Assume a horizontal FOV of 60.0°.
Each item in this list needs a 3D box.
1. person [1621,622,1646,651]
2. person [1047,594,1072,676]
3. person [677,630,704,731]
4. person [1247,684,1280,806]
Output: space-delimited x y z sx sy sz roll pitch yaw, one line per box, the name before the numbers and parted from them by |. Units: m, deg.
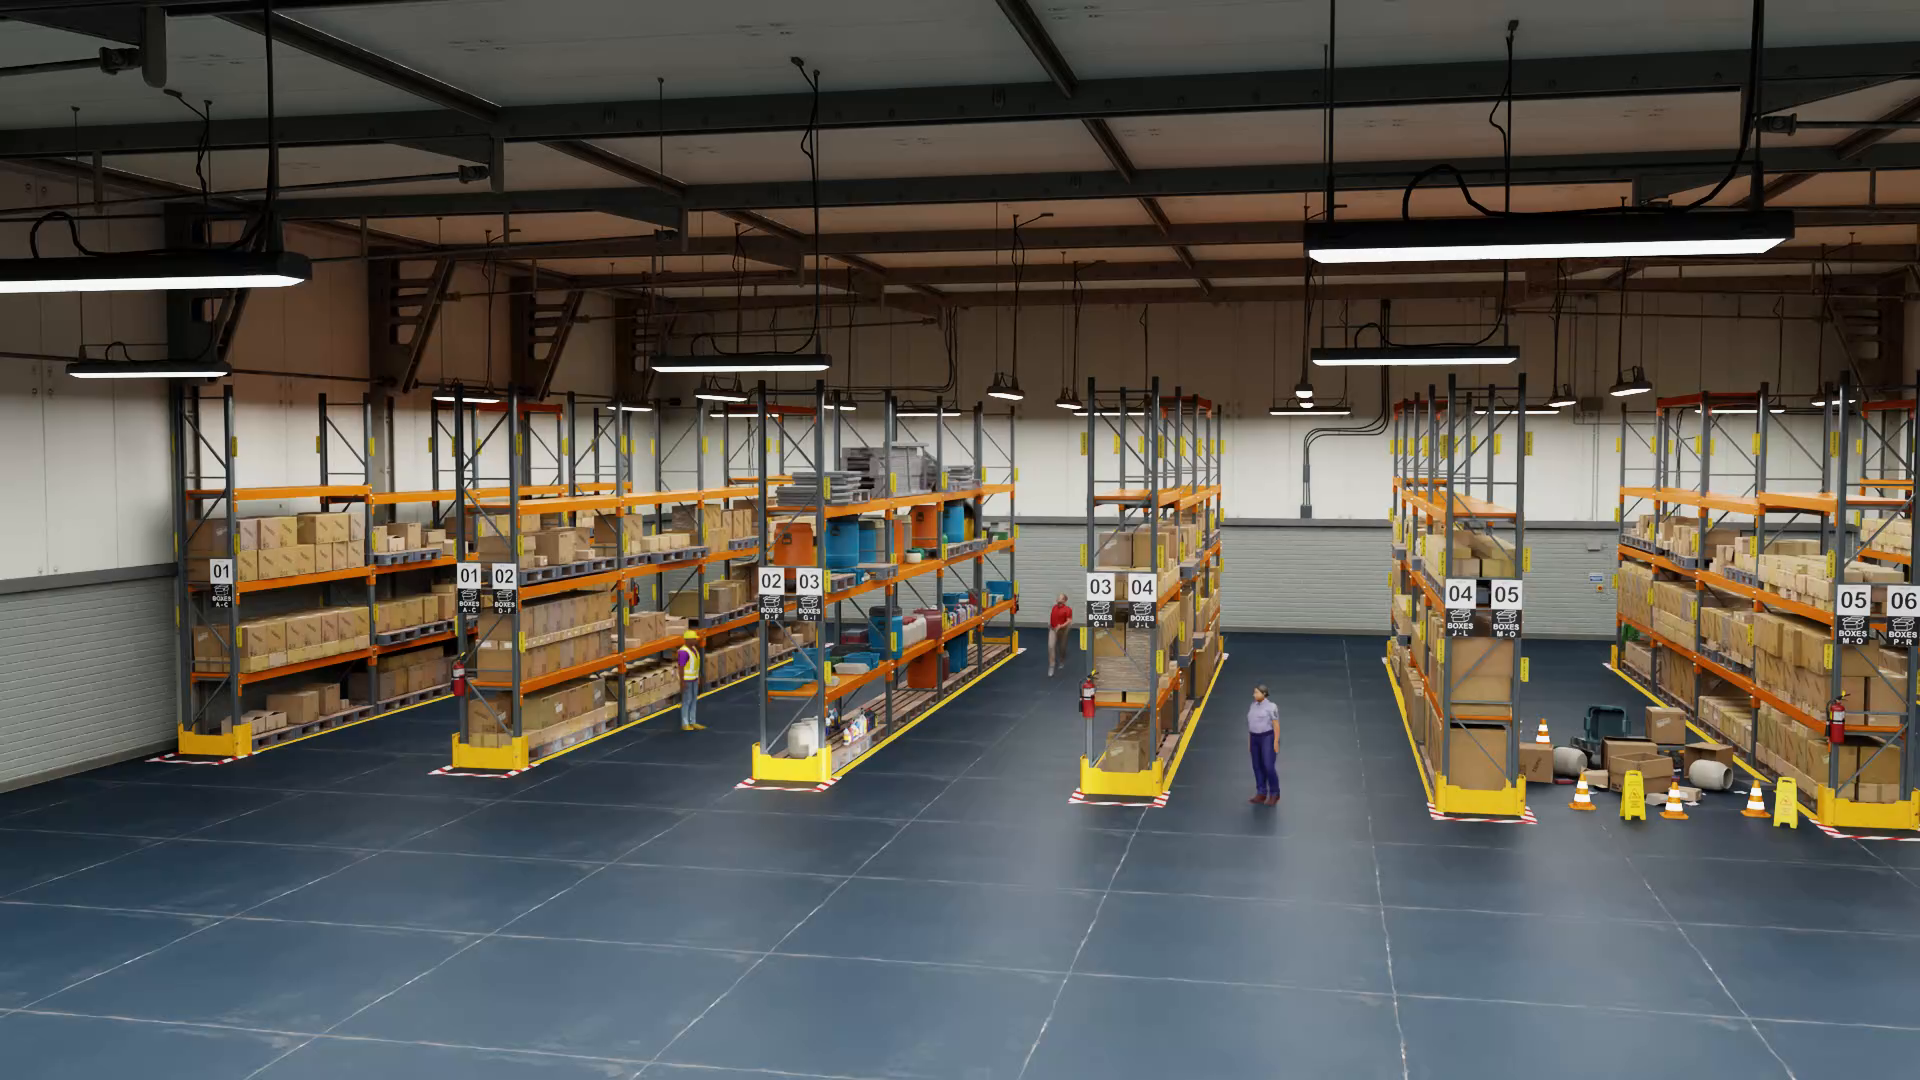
person | 15.965 1.915 39.352 0.798 1.760 0.628 0 3 3
person | 2.156 2.019 35.819 0.523 1.706 0.976 1 3 10
person | -4.772 2.471 29.362 0.398 1.769 0.602 1 3 17
person | 4.256 2.883 23.441 0.373 1.699 0.530 -3 4 -39
